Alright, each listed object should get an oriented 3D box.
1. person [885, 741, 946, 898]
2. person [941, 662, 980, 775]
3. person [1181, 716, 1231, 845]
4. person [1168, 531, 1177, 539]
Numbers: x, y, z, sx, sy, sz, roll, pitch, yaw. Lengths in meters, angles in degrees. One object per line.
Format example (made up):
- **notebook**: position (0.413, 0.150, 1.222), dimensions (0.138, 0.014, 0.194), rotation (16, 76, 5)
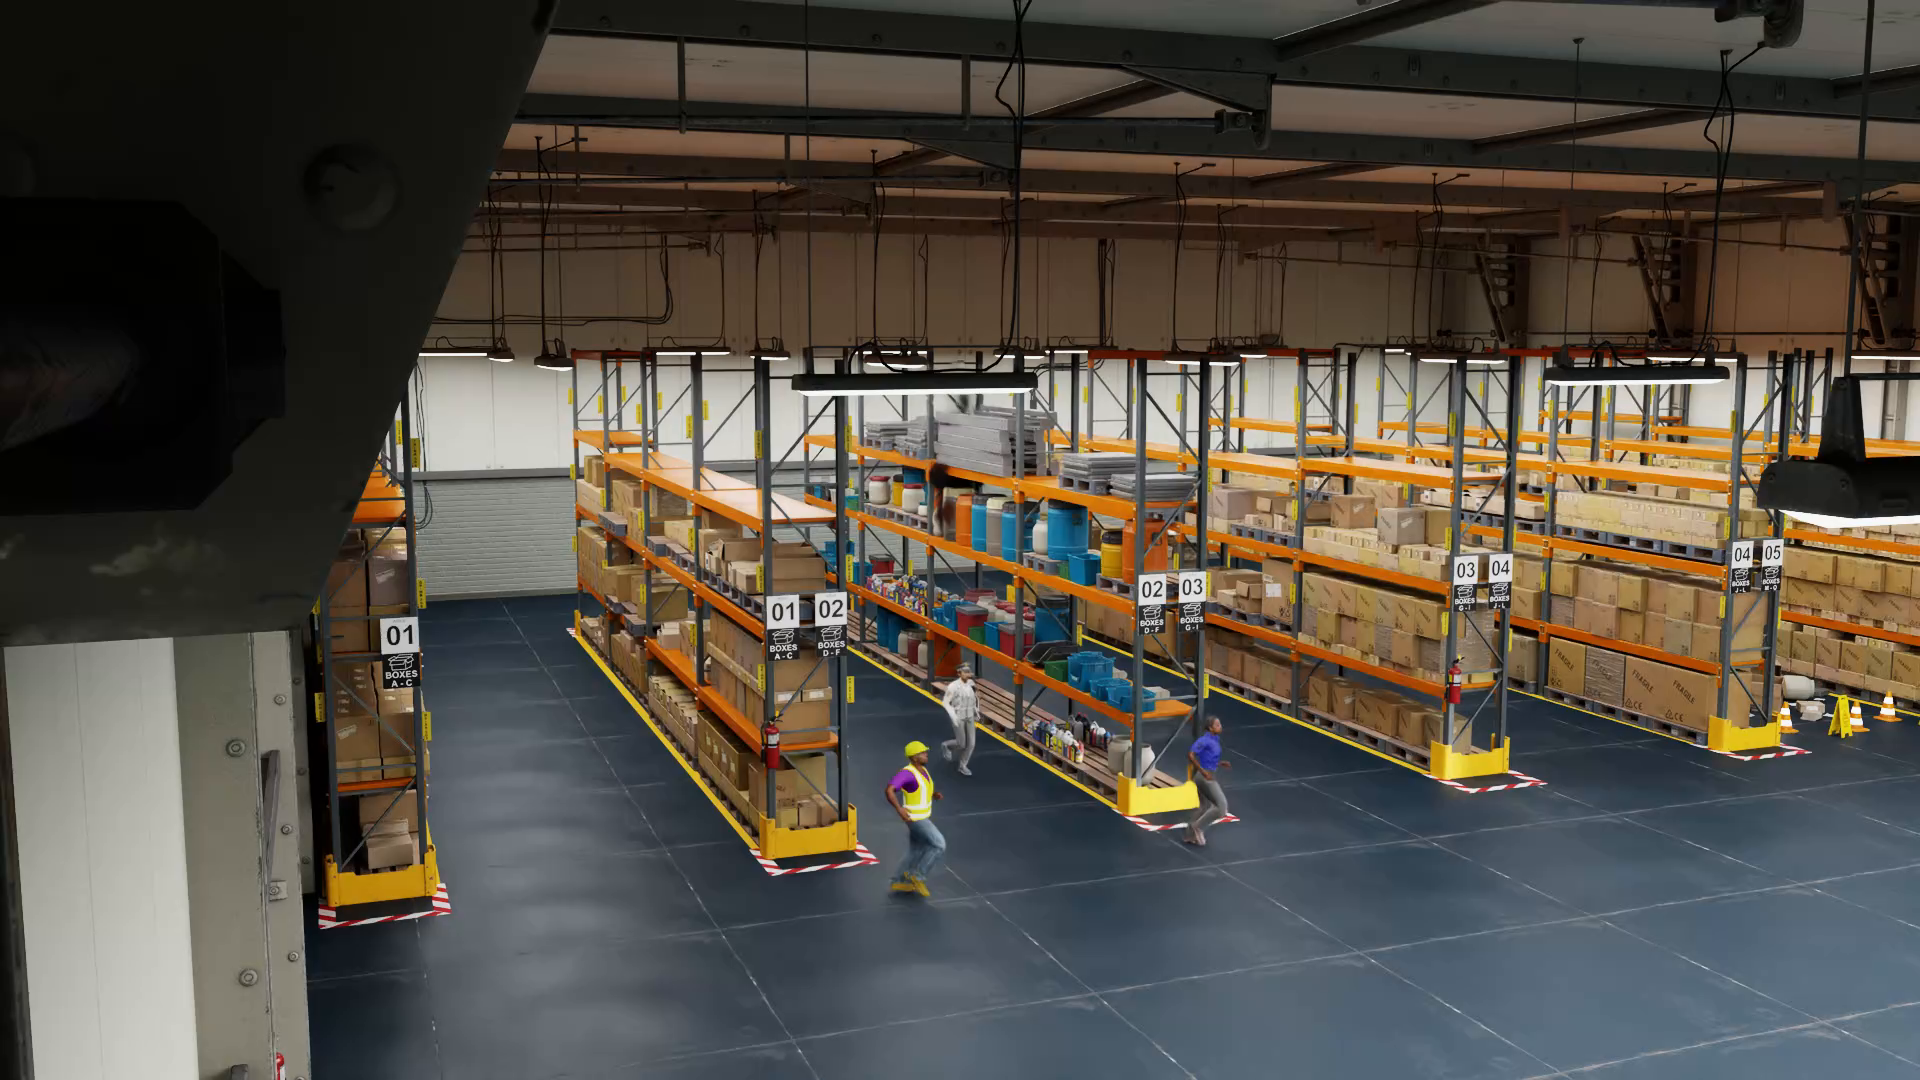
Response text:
- **person**: position (-0.471, 3.122, 18.793), dimensions (0.659, 1.714, 0.691), rotation (1, 7, 6)
- **person**: position (-0.002, 2.550, 24.029), dimensions (0.603, 1.635, 0.593), rotation (-5, 8, -33)
- **person**: position (3.071, 2.973, 20.643), dimensions (0.585, 1.603, 0.618), rotation (3, 8, 19)
- **person**: position (4.930, 0.621, 39.142), dimensions (0.760, 1.731, 0.724), rotation (0, 7, 0)
